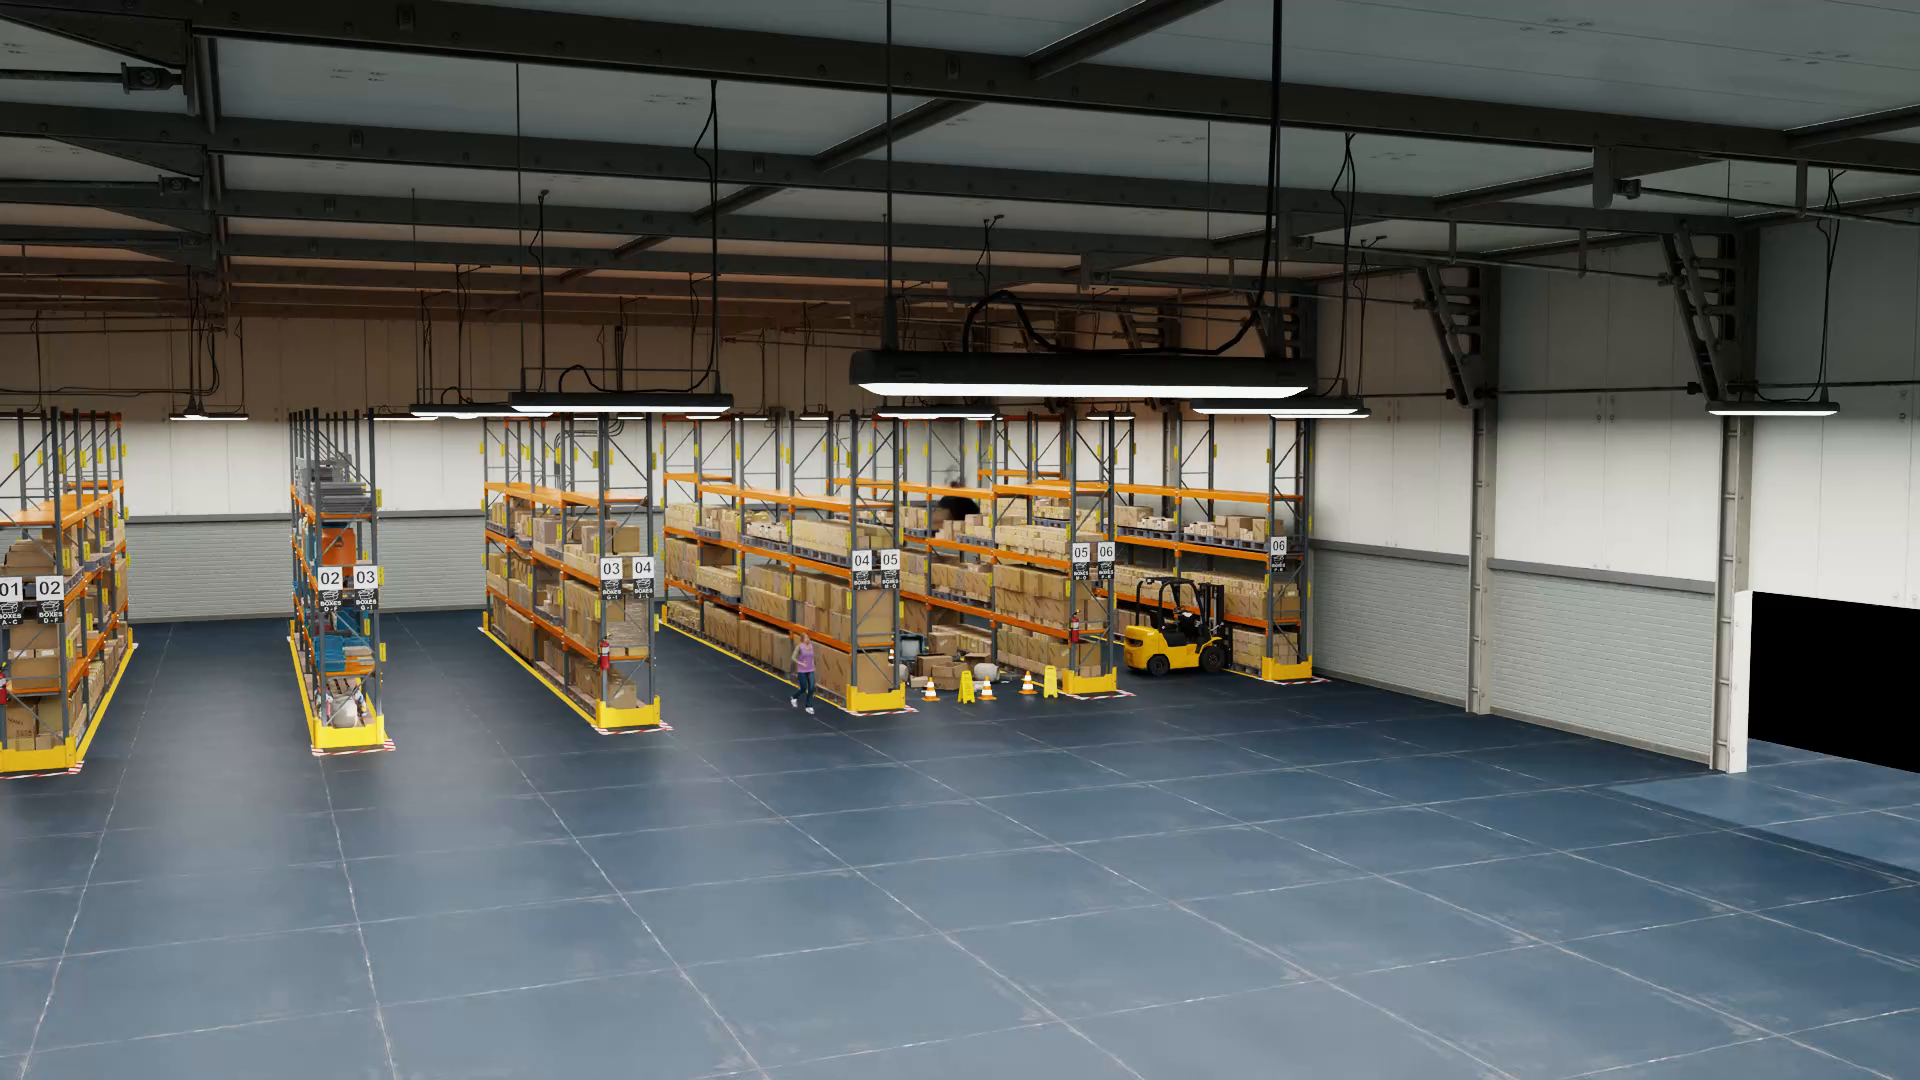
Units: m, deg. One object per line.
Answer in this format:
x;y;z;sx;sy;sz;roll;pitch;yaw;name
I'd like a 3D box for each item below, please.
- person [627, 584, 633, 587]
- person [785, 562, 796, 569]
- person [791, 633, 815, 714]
-8.872;1.653;45.539;0.657;1.827;0.770;-2;4;-26;person
-5.184;1.296;50.807;0.809;1.768;0.673;-1;4;-19;person
-3.105;2.634;33.043;0.548;1.603;0.663;-3;5;-36;person
